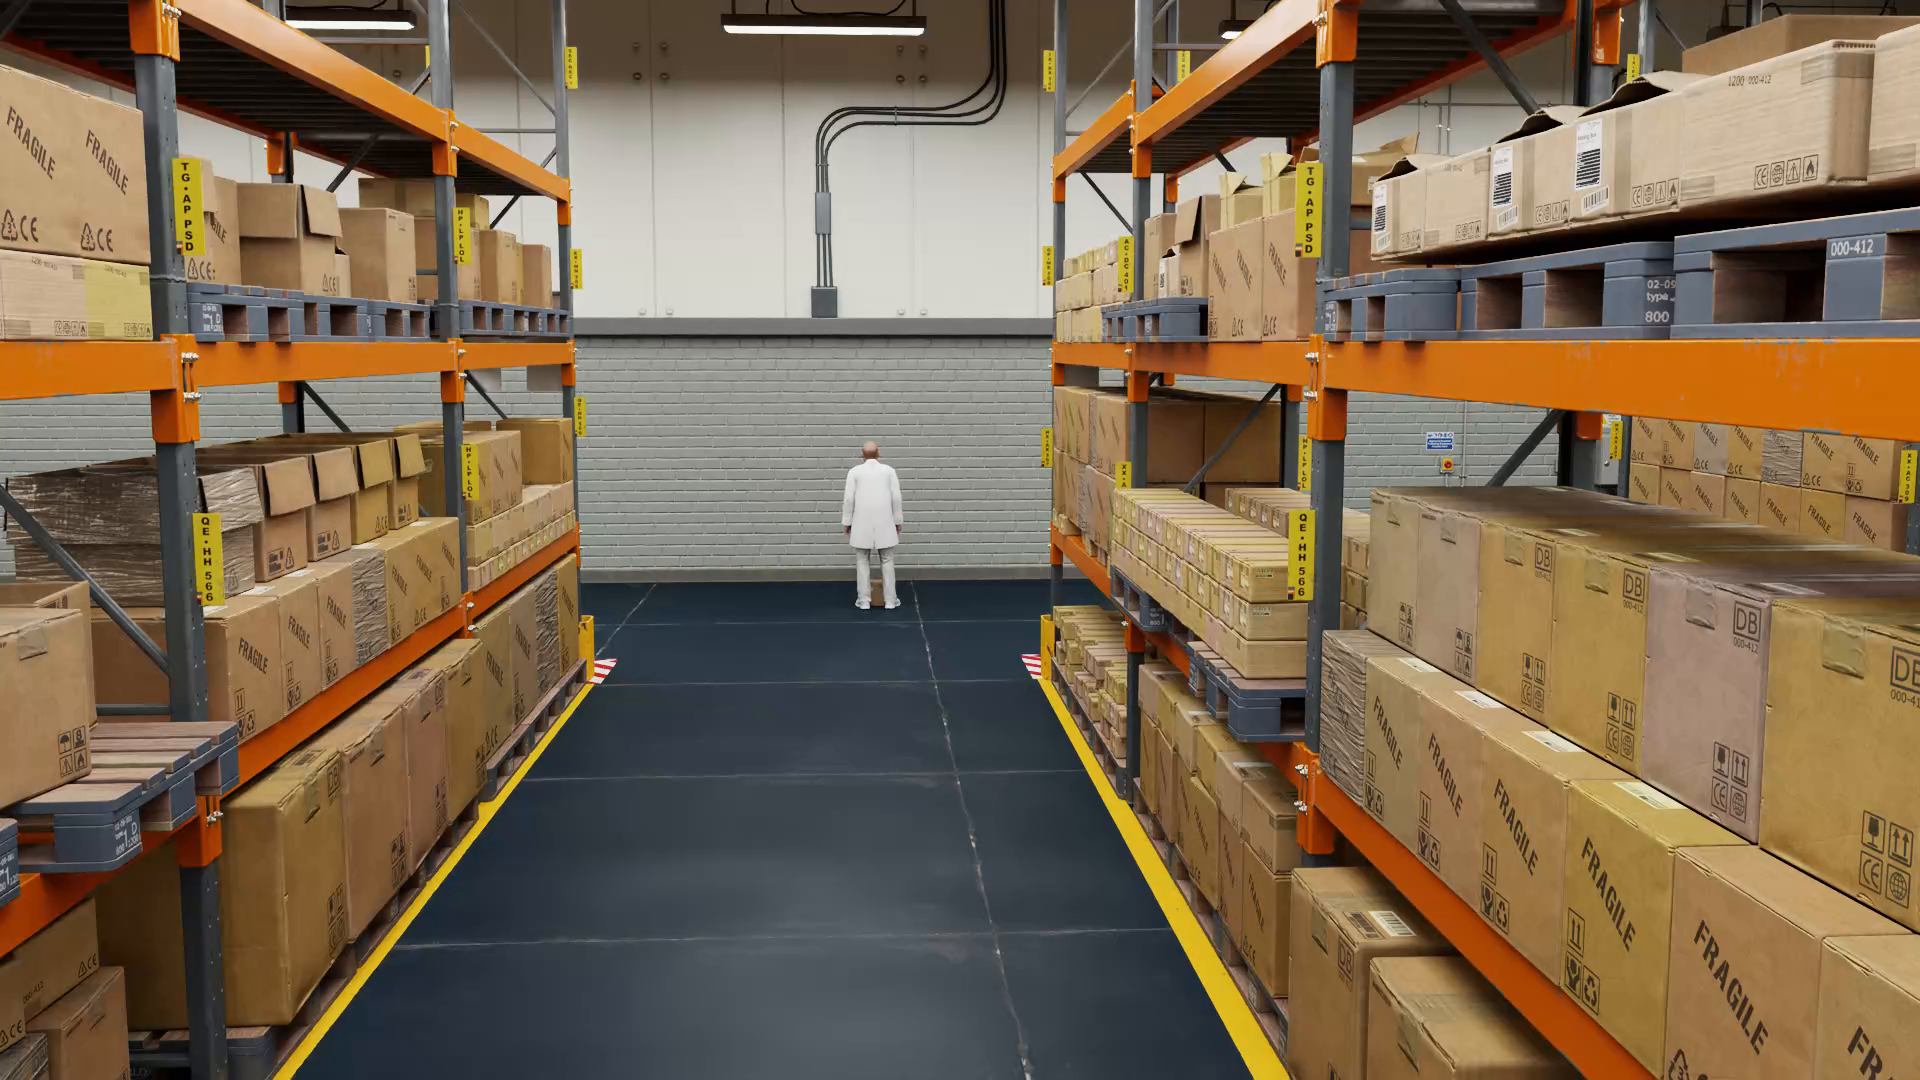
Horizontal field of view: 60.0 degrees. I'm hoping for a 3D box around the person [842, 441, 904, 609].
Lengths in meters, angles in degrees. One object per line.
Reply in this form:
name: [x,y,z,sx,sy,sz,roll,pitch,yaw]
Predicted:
person: [-0.926,-0.160,17.660,0.656,1.774,0.416,-1,7,-6]
